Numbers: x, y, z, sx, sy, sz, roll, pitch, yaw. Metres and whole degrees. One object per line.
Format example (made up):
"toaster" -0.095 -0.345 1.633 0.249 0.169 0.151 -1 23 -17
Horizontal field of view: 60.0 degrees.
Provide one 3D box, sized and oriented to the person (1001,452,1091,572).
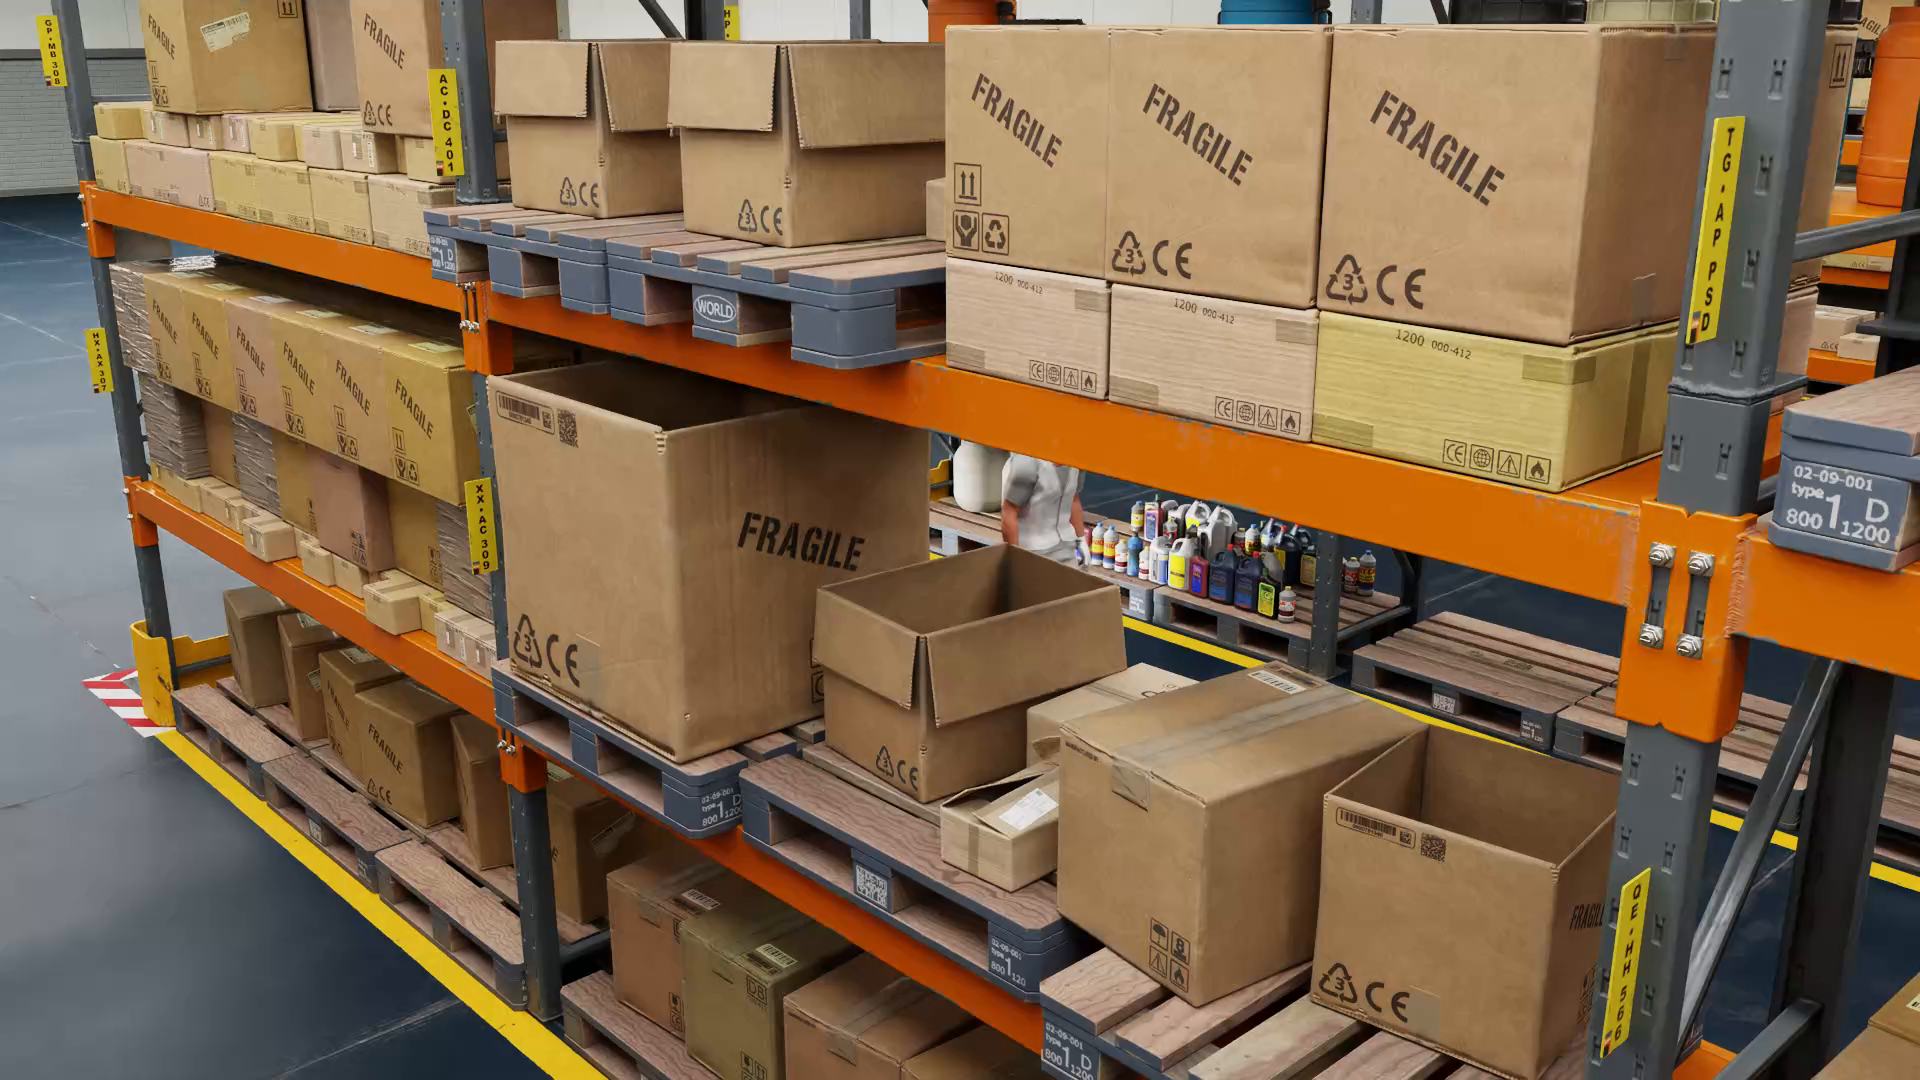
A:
"person" 0.463 0.082 8.755 0.603 1.778 0.451 -16 23 -42
